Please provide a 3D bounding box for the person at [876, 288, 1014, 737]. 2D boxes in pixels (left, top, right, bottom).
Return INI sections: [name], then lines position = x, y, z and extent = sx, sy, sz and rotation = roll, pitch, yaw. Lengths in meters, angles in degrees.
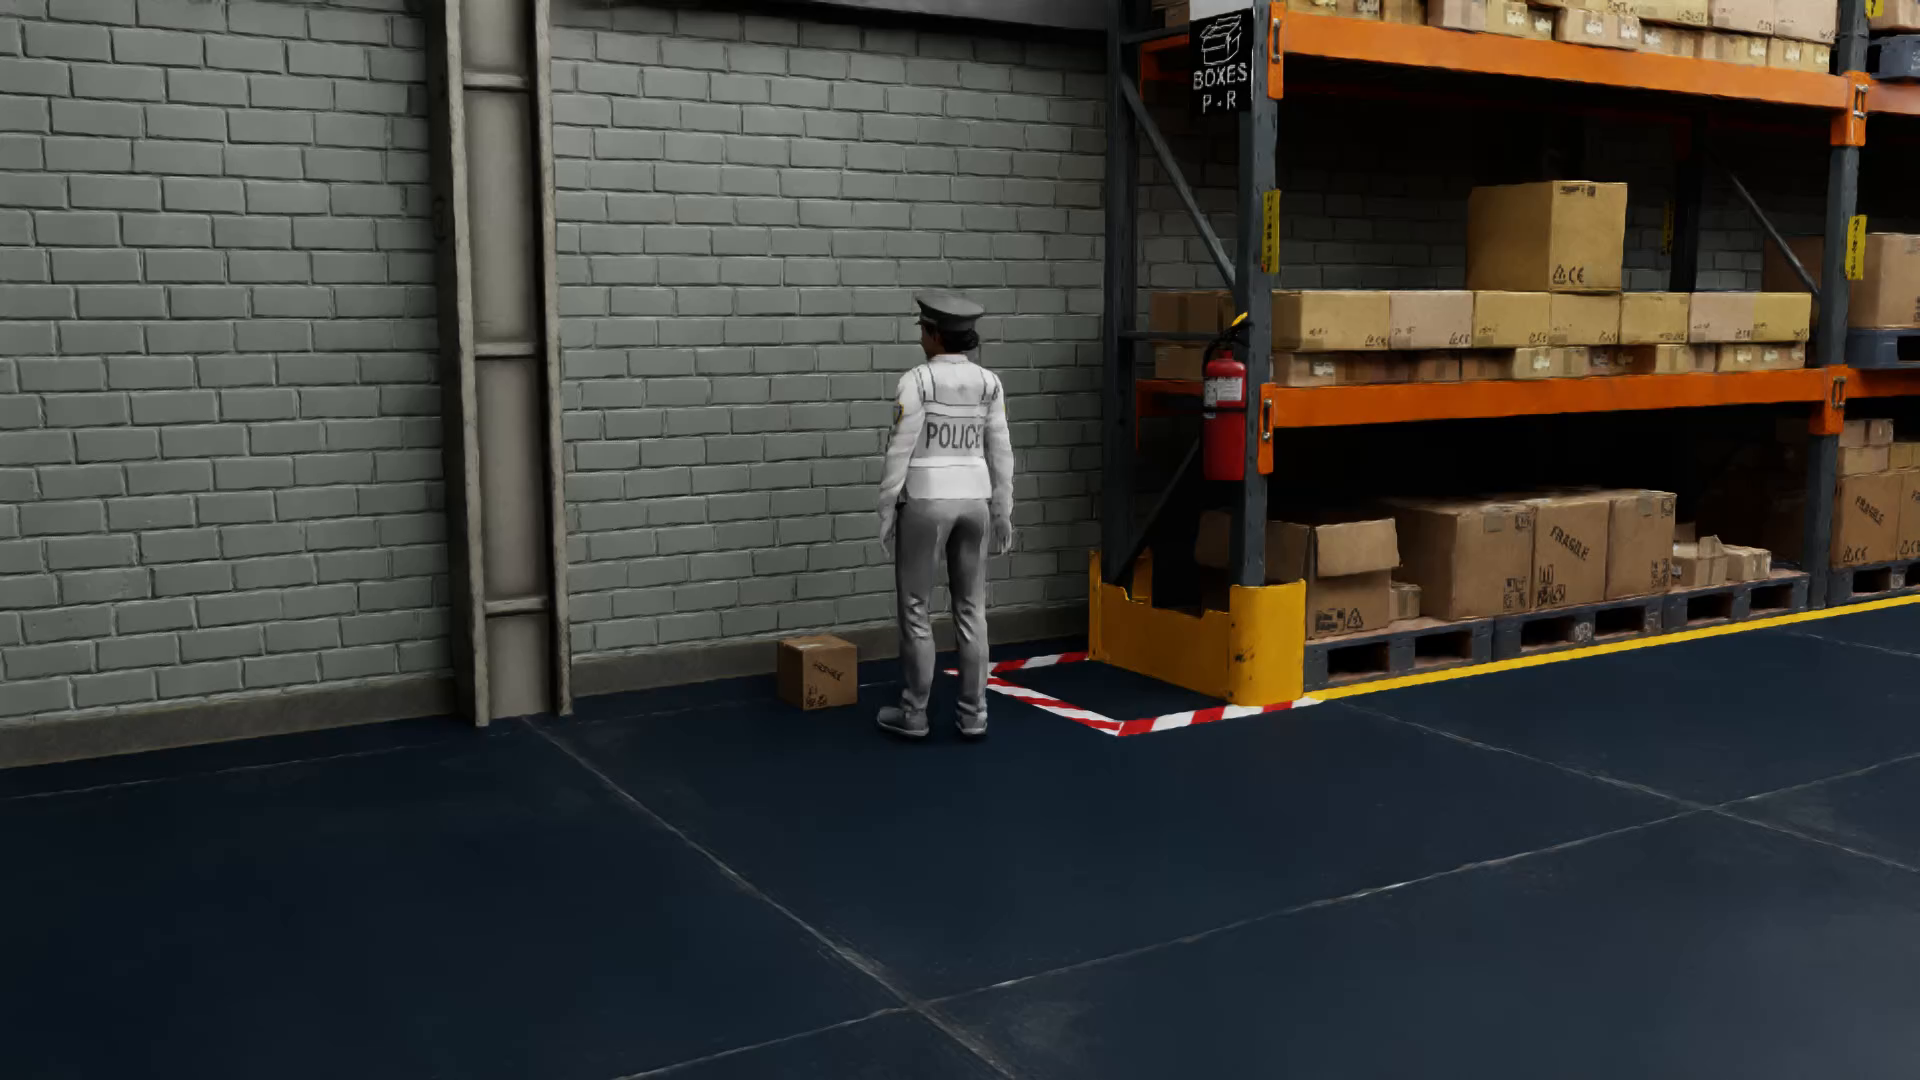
[person]
position = -0.066, -0.098, 6.293
extent = 0.560, 1.690, 0.403
rotation = -4, 9, -27
